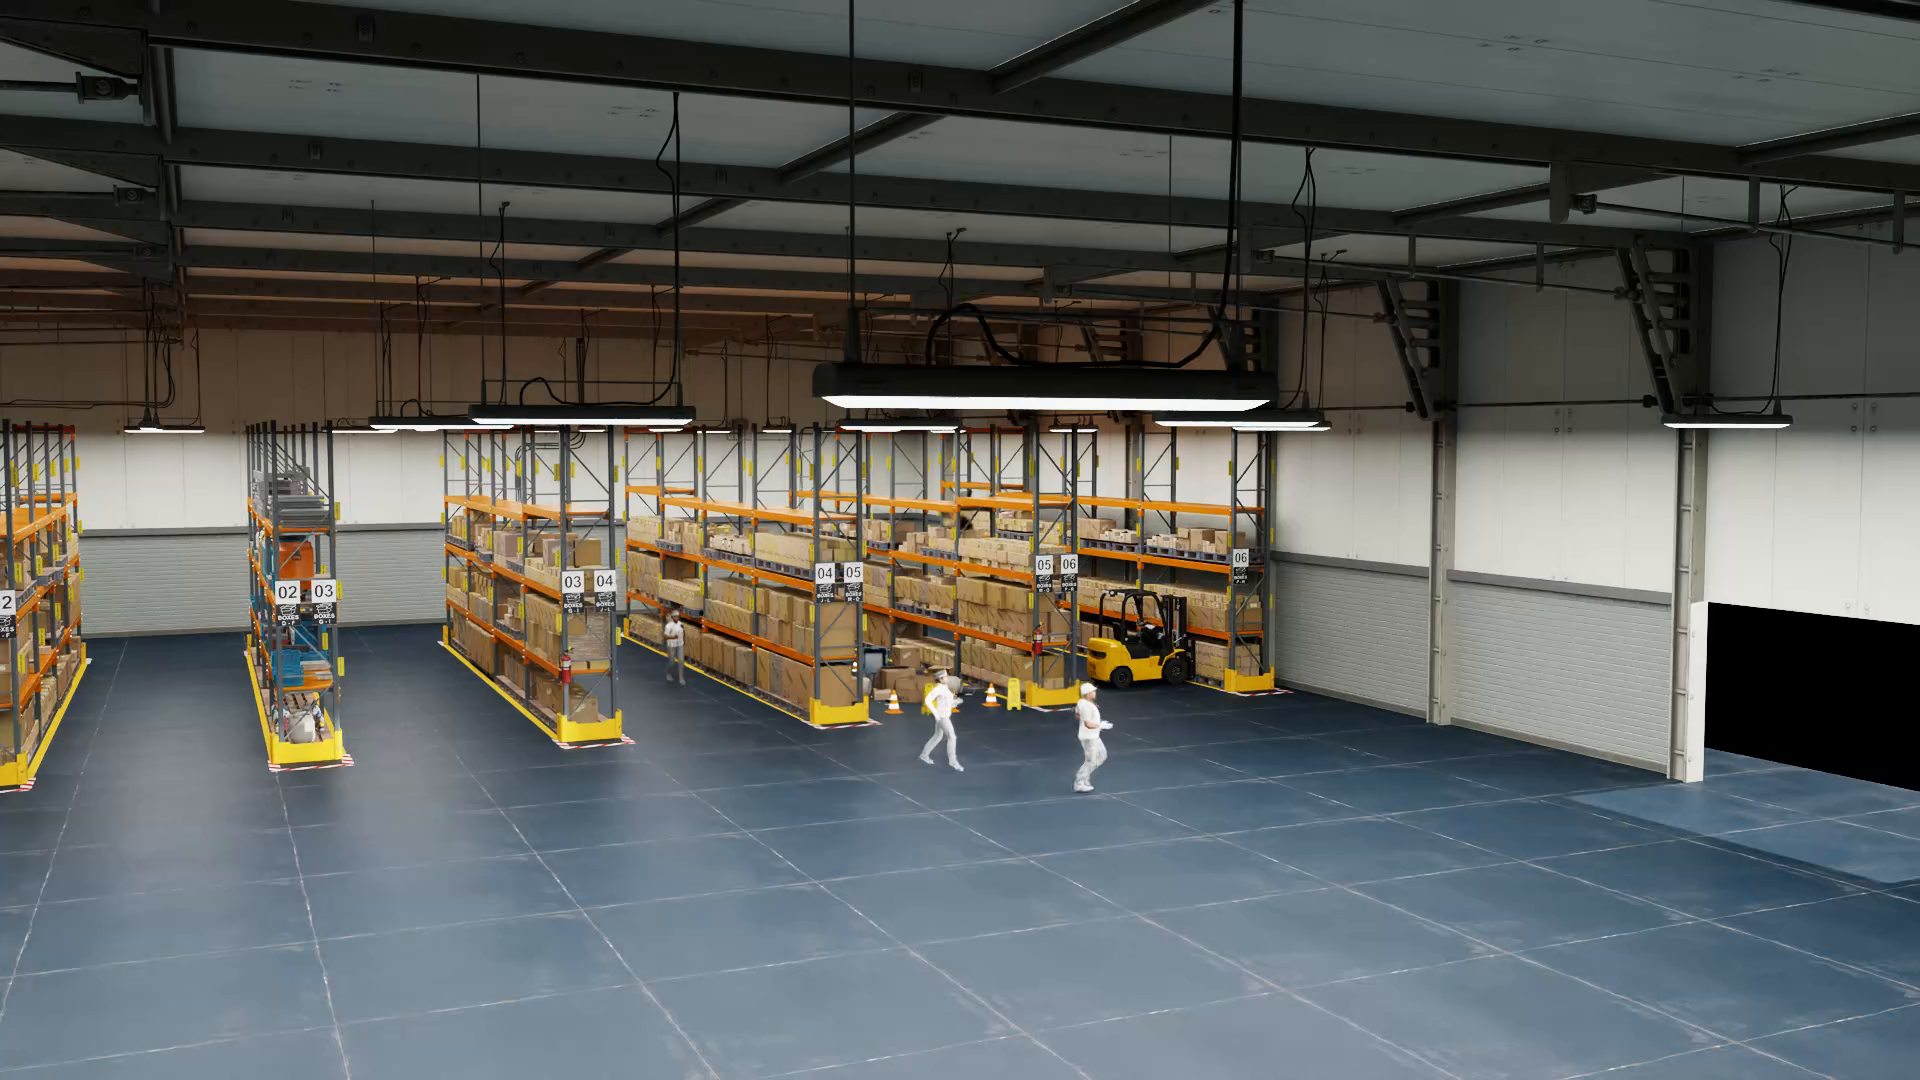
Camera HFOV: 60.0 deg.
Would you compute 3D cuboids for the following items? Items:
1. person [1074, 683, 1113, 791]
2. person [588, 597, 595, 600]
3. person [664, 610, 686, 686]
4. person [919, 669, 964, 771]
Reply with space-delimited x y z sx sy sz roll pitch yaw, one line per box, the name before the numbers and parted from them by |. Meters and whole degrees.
person | 2.142 3.164 26.722 0.629 1.743 0.656 0 4 6
person | -10.516 1.962 46.688 0.734 1.711 0.637 0 4 -3
person | -6.542 2.458 38.264 0.581 1.699 0.876 -2 4 -30
person | -0.313 3.087 28.571 0.791 1.729 0.587 1 4 9
